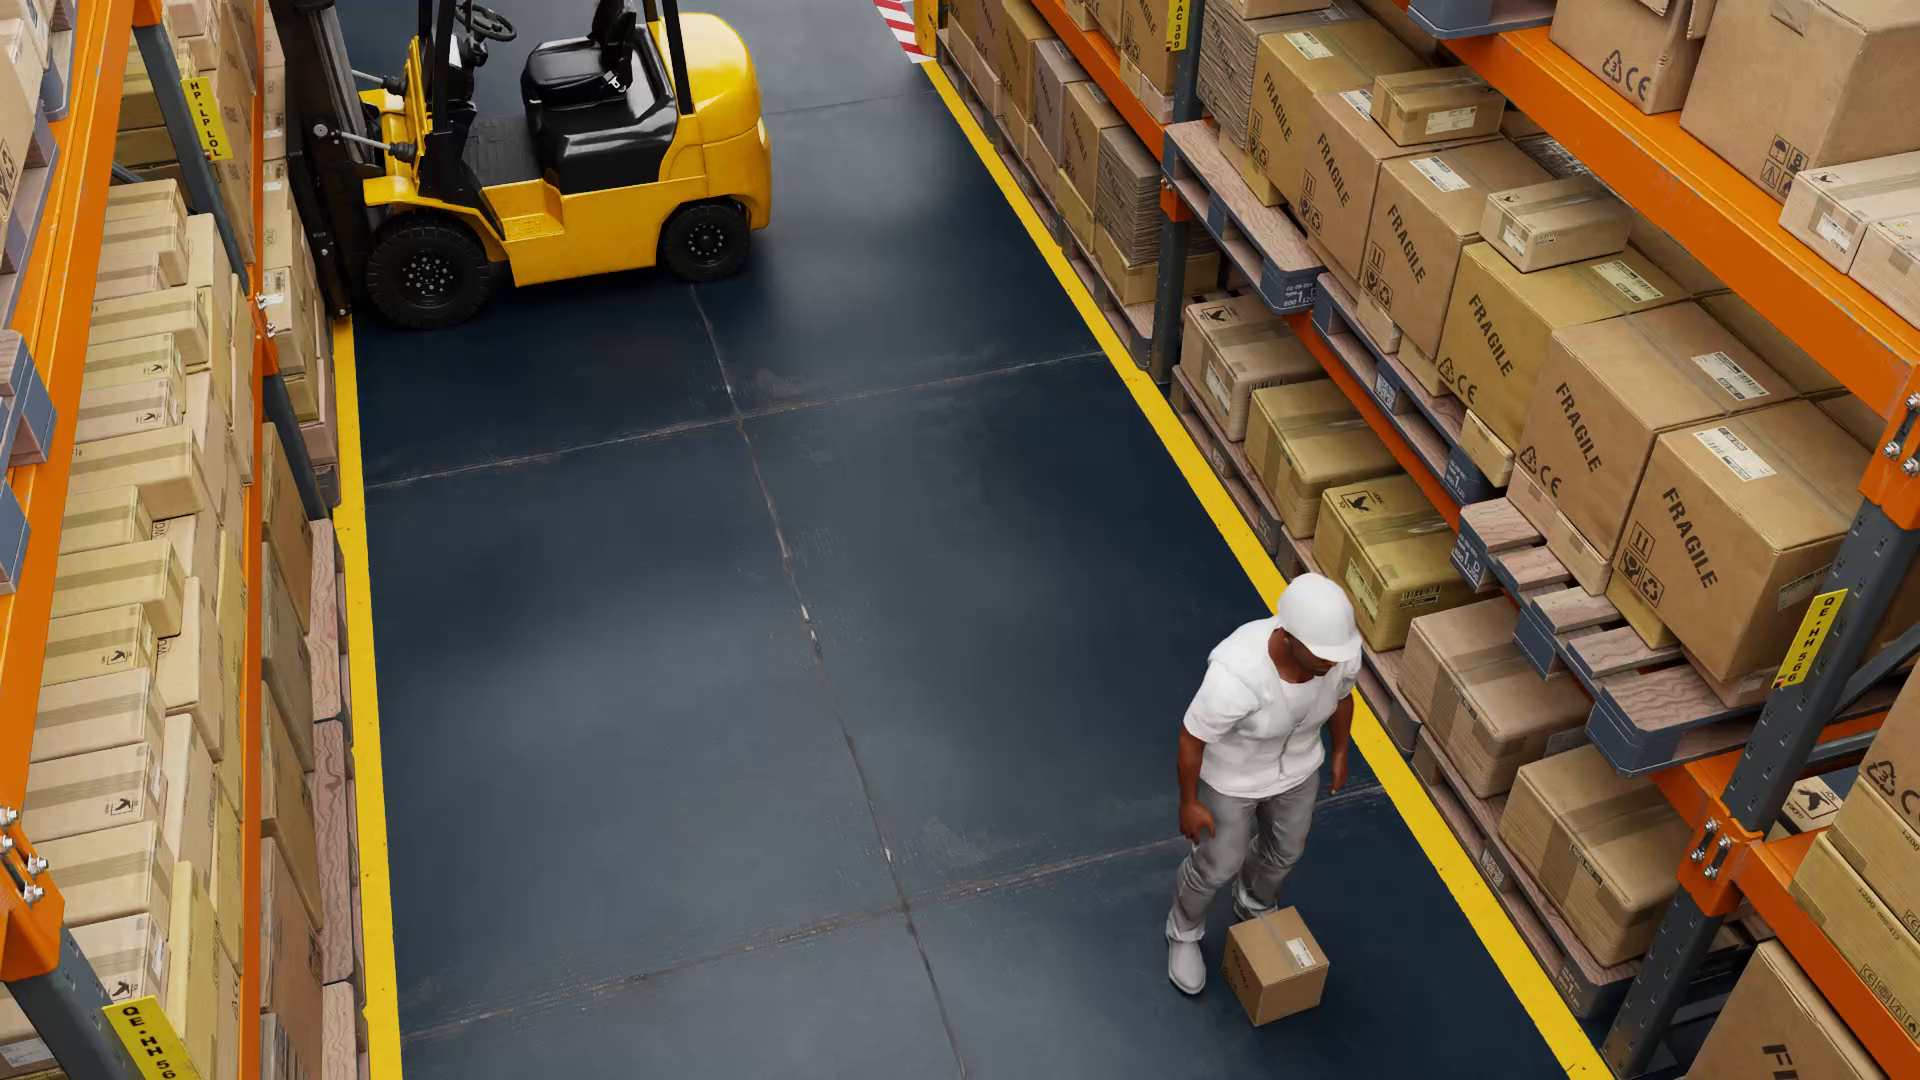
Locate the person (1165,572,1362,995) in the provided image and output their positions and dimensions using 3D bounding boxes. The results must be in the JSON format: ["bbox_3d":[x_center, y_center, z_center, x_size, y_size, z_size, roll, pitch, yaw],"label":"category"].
[{"bbox_3d":[0.976,0.751,5.312,0.634,1.760,0.459,-15,44,-16],"label":"person"}]
